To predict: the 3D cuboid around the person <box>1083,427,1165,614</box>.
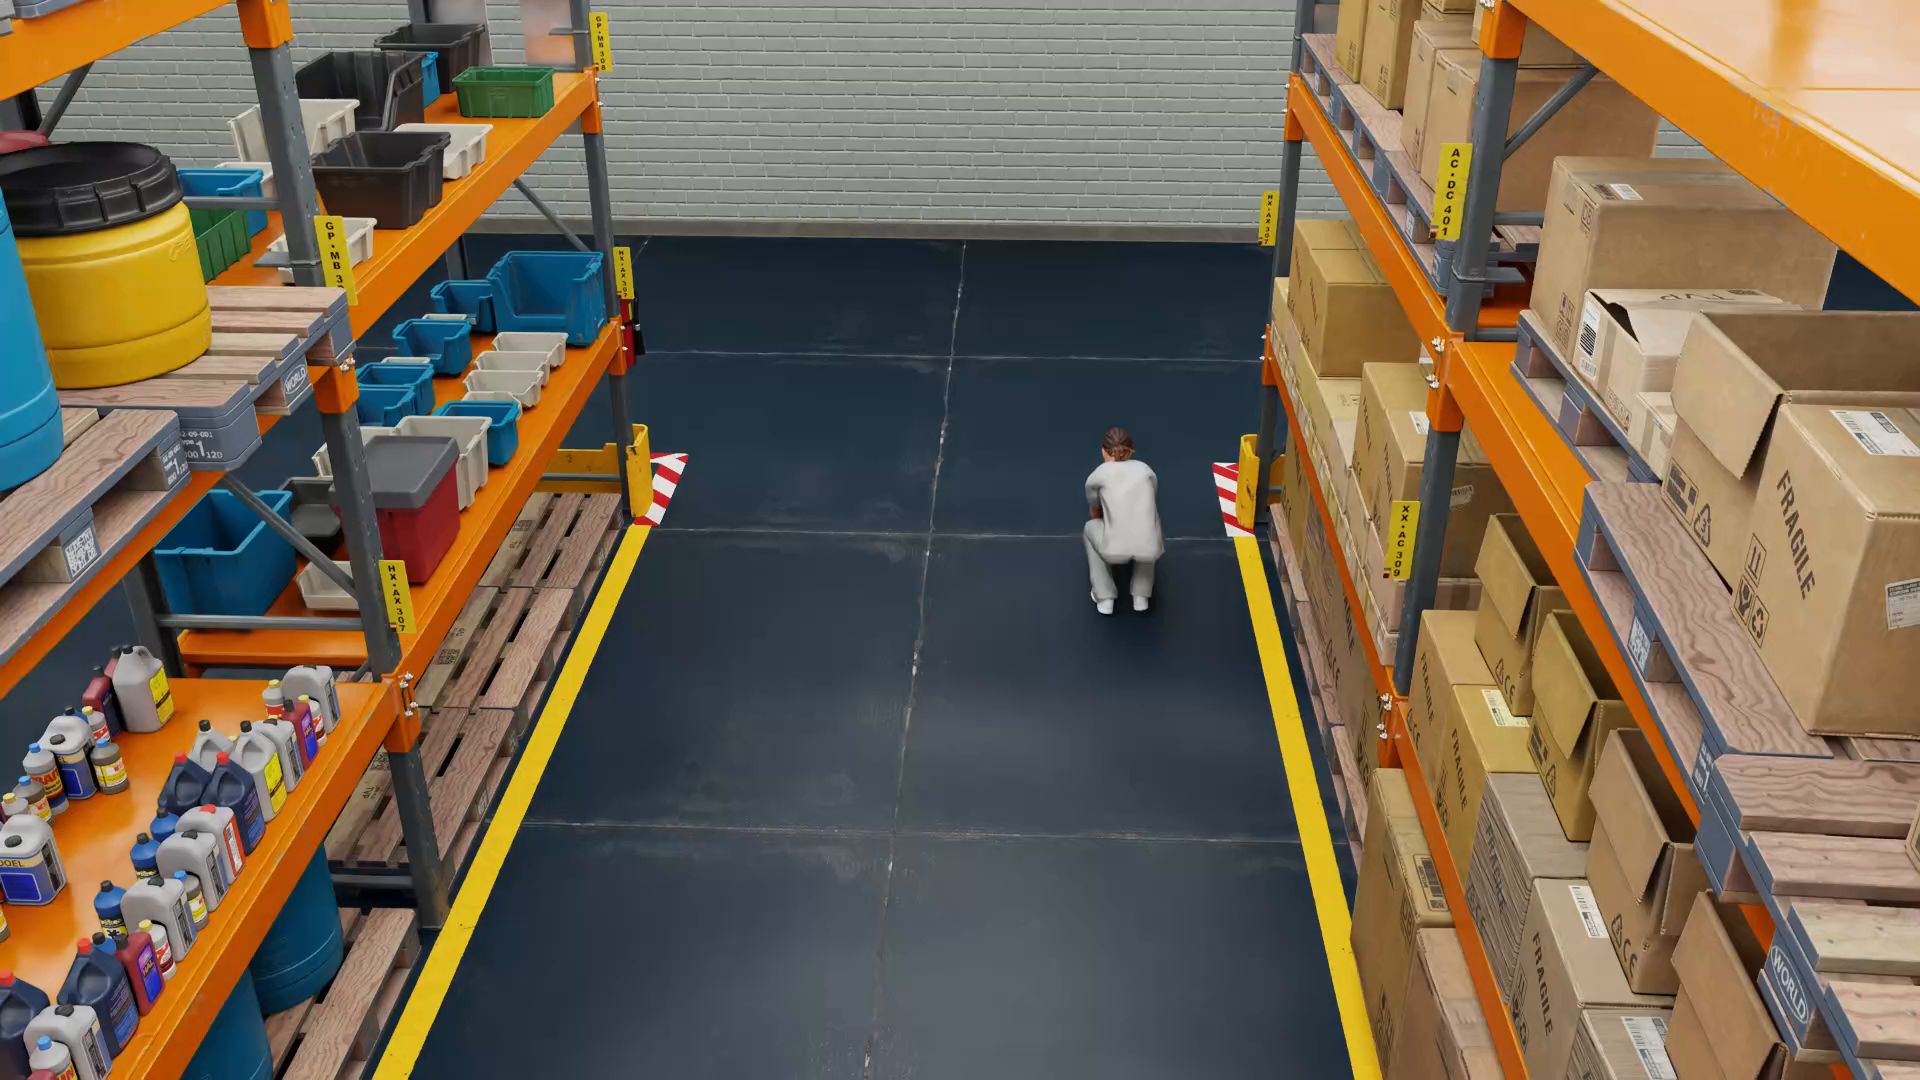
[{"bbox_3d":[0.948,-0.109,9.610,0.454,0.948,0.820,0,28,1],"label":"person"}]
